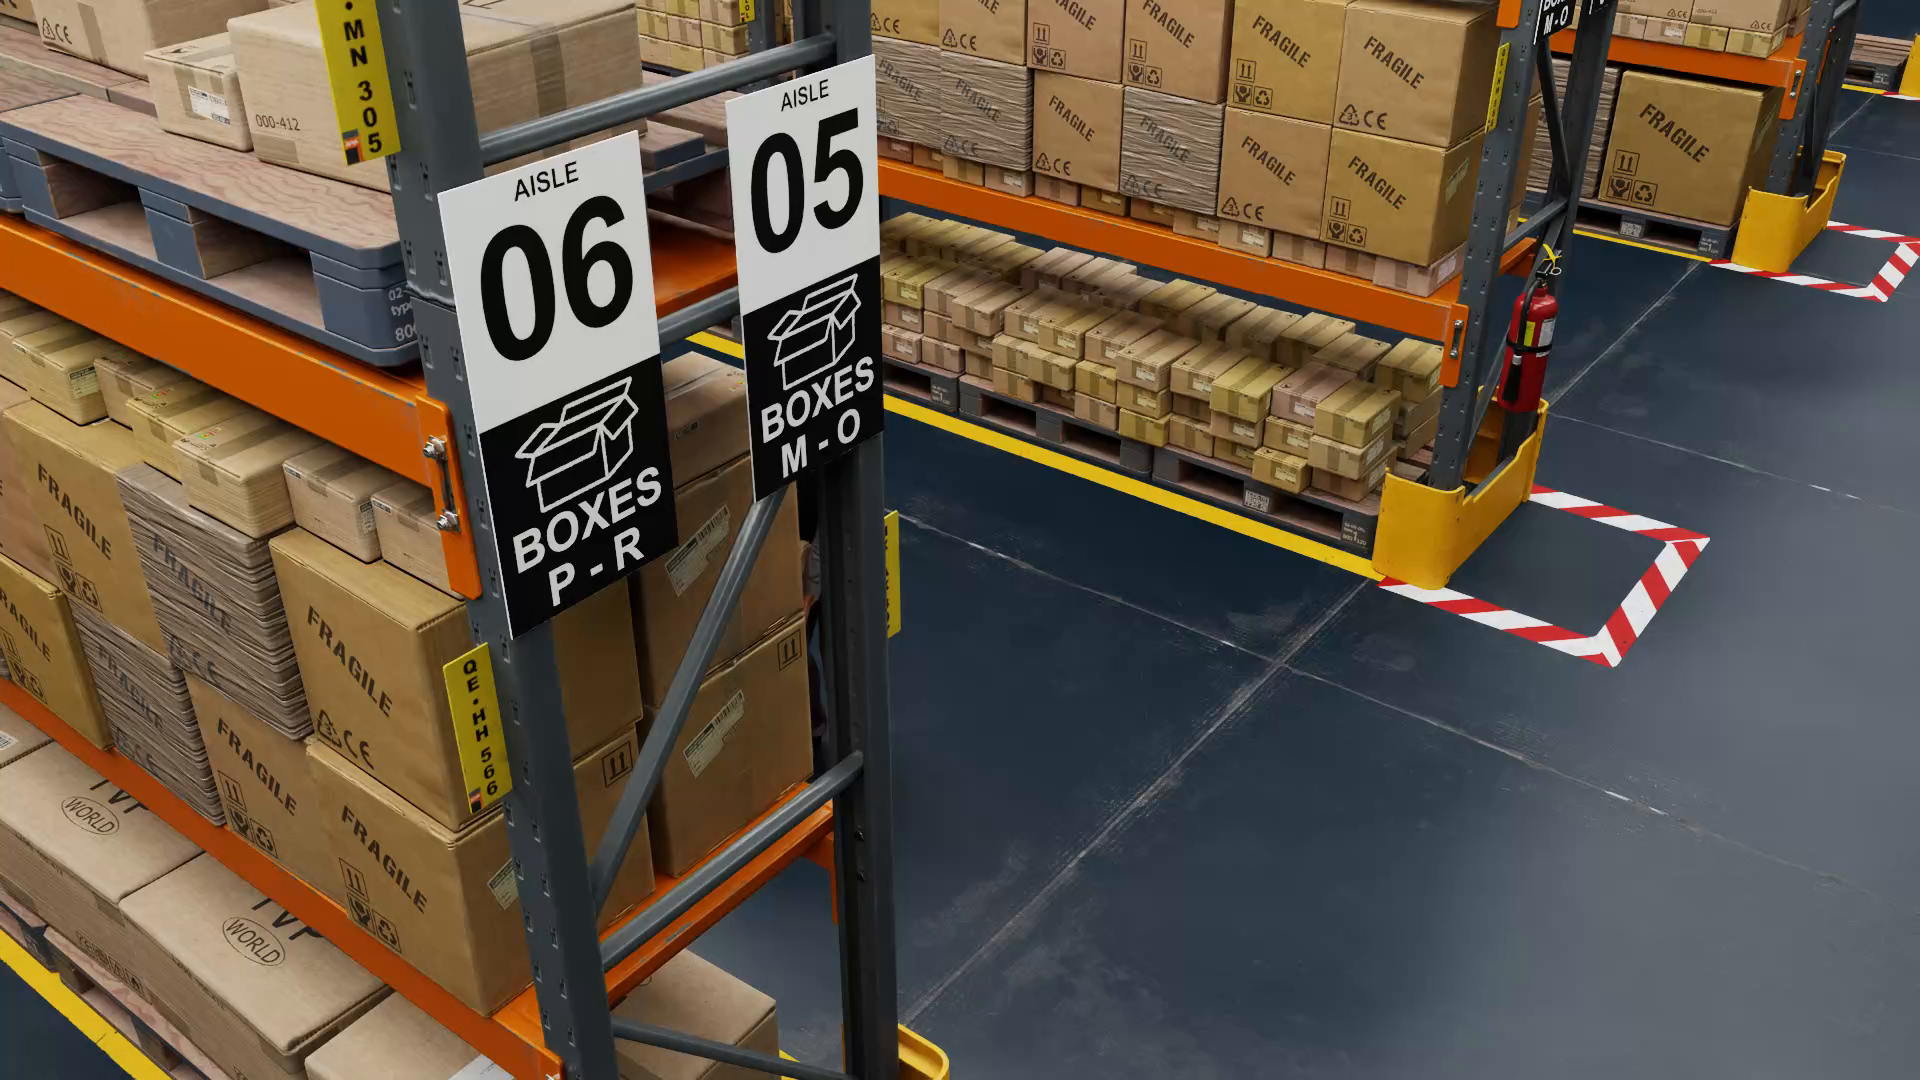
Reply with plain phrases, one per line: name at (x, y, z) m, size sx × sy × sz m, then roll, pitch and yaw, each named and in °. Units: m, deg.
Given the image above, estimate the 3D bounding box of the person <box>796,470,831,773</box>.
person at (-0.544, 0.144, 5.925) m, size 0.491 × 1.716 × 0.568 m, roll 20°, pitch 36°, yaw 30°
